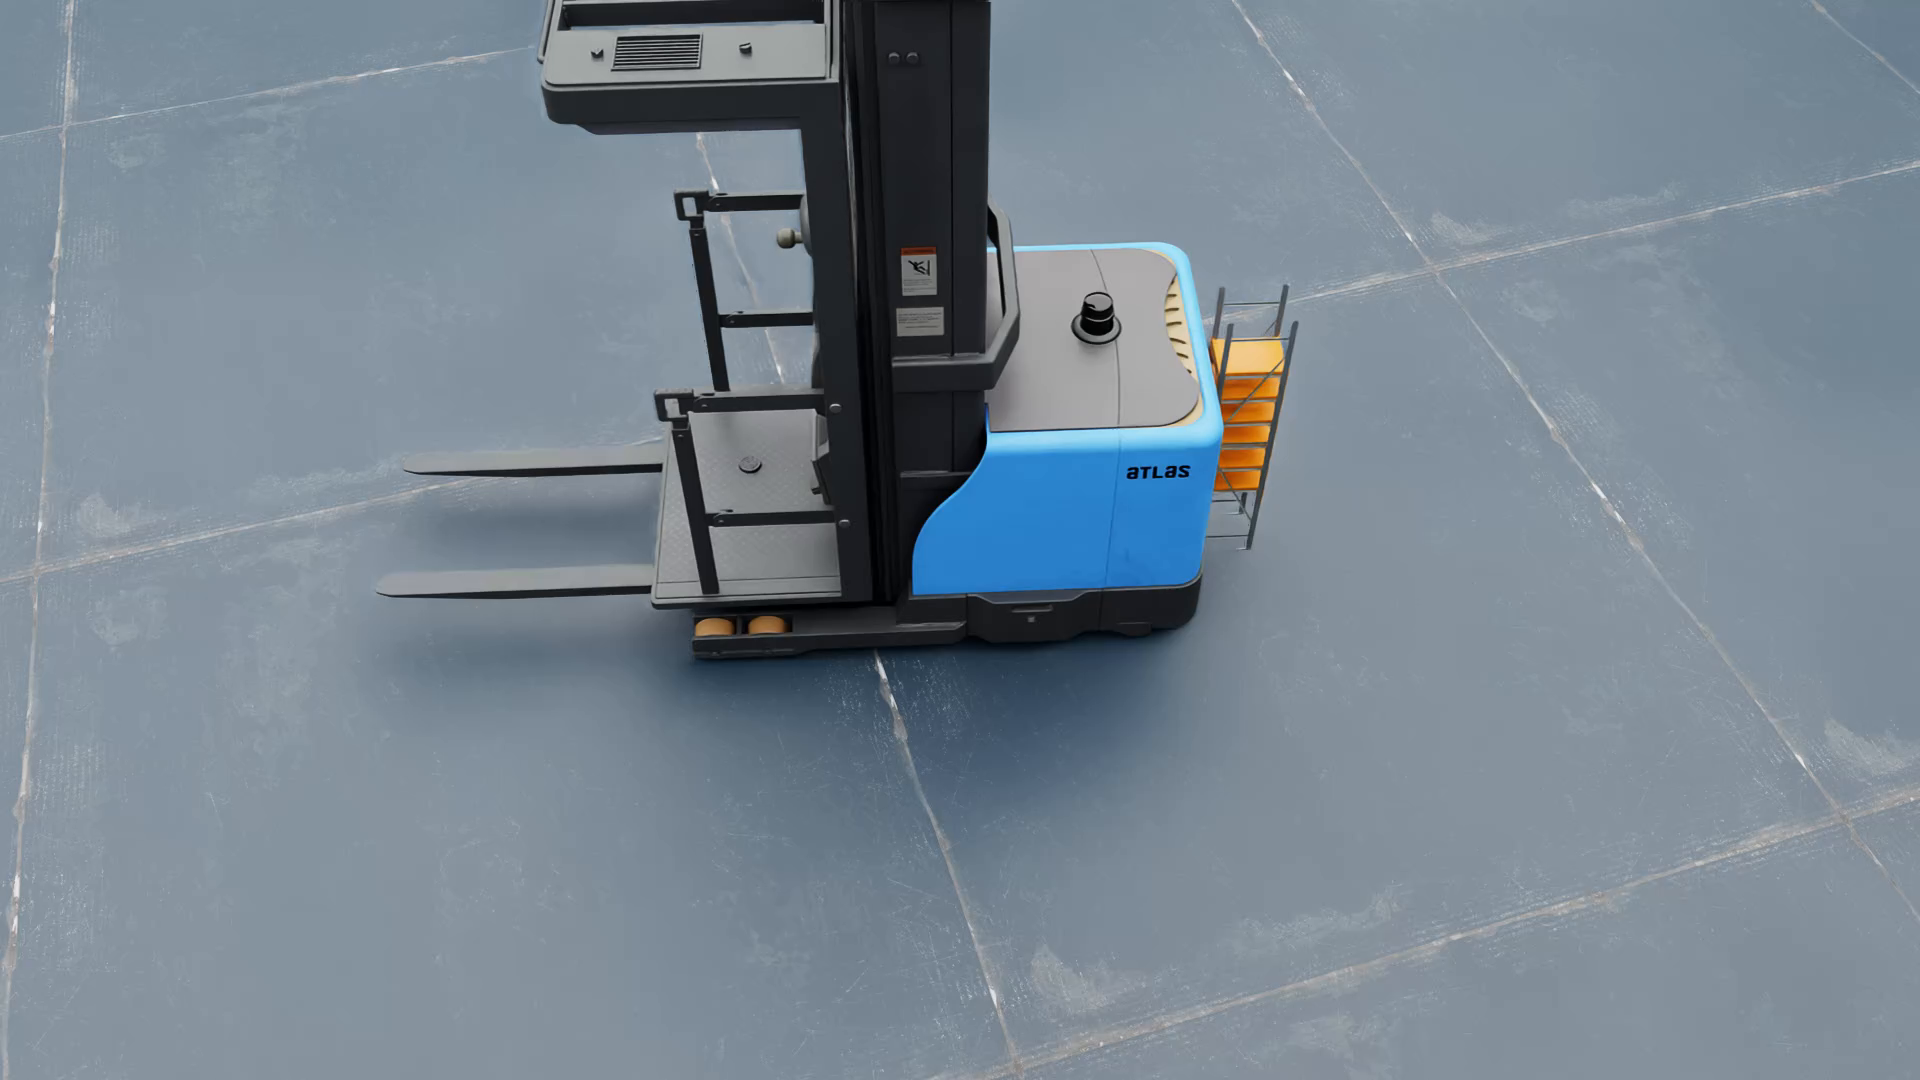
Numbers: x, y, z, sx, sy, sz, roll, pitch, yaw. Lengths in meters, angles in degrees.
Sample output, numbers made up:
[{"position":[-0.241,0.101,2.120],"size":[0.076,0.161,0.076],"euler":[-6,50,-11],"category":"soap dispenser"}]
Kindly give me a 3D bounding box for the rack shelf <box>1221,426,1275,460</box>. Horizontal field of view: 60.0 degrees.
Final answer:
[{"position":[1.015,-0.388,6.140],"size":[0.258,0.103,0.180],"euler":[-2,50,-2],"category":"rack shelf"}]

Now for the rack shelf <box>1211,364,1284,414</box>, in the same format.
[{"position":[1.016,-0.543,5.956],"size":[0.258,0.103,0.180],"euler":[-2,50,-2],"category":"rack shelf"}]

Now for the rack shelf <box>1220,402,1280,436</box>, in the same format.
[{"position":[1.015,-0.466,6.048],"size":[0.258,0.103,0.180],"euler":[-2,50,-2],"category":"rack shelf"}]

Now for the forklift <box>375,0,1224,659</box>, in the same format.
[{"position":[-0.646,-0.921,5.399],"size":[3.031,2.935,1.130],"euler":[-2,50,-2],"category":"forklift"}]

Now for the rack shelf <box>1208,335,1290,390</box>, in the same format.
[{"position":[1.016,-0.620,5.865],"size":[0.258,0.103,0.180],"euler":[-2,50,-2],"category":"rack shelf"}]

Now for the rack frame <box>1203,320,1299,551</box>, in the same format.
[{"position":[1.020,-0.347,6.047],"size":[0.240,1.200,0.006],"euler":[-2,50,-2],"category":"rack frame"}]

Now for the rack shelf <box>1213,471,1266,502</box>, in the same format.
[{"position":[1.015,-0.233,6.323],"size":[0.258,0.103,0.180],"euler":[-2,50,-2],"category":"rack shelf"}]

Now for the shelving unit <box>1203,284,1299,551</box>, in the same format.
[{"position":[1.015,-0.417,6.106],"size":[0.258,1.200,0.189],"euler":[-2,50,-2],"category":"shelving unit"}]

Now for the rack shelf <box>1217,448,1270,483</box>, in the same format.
[{"position":[1.015,-0.311,6.232],"size":[0.258,0.103,0.180],"euler":[-2,50,-2],"category":"rack shelf"}]

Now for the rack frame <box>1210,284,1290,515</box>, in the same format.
[{"position":[1.011,-0.487,6.165],"size":[0.240,1.200,0.006],"euler":[-2,50,-2],"category":"rack frame"}]
